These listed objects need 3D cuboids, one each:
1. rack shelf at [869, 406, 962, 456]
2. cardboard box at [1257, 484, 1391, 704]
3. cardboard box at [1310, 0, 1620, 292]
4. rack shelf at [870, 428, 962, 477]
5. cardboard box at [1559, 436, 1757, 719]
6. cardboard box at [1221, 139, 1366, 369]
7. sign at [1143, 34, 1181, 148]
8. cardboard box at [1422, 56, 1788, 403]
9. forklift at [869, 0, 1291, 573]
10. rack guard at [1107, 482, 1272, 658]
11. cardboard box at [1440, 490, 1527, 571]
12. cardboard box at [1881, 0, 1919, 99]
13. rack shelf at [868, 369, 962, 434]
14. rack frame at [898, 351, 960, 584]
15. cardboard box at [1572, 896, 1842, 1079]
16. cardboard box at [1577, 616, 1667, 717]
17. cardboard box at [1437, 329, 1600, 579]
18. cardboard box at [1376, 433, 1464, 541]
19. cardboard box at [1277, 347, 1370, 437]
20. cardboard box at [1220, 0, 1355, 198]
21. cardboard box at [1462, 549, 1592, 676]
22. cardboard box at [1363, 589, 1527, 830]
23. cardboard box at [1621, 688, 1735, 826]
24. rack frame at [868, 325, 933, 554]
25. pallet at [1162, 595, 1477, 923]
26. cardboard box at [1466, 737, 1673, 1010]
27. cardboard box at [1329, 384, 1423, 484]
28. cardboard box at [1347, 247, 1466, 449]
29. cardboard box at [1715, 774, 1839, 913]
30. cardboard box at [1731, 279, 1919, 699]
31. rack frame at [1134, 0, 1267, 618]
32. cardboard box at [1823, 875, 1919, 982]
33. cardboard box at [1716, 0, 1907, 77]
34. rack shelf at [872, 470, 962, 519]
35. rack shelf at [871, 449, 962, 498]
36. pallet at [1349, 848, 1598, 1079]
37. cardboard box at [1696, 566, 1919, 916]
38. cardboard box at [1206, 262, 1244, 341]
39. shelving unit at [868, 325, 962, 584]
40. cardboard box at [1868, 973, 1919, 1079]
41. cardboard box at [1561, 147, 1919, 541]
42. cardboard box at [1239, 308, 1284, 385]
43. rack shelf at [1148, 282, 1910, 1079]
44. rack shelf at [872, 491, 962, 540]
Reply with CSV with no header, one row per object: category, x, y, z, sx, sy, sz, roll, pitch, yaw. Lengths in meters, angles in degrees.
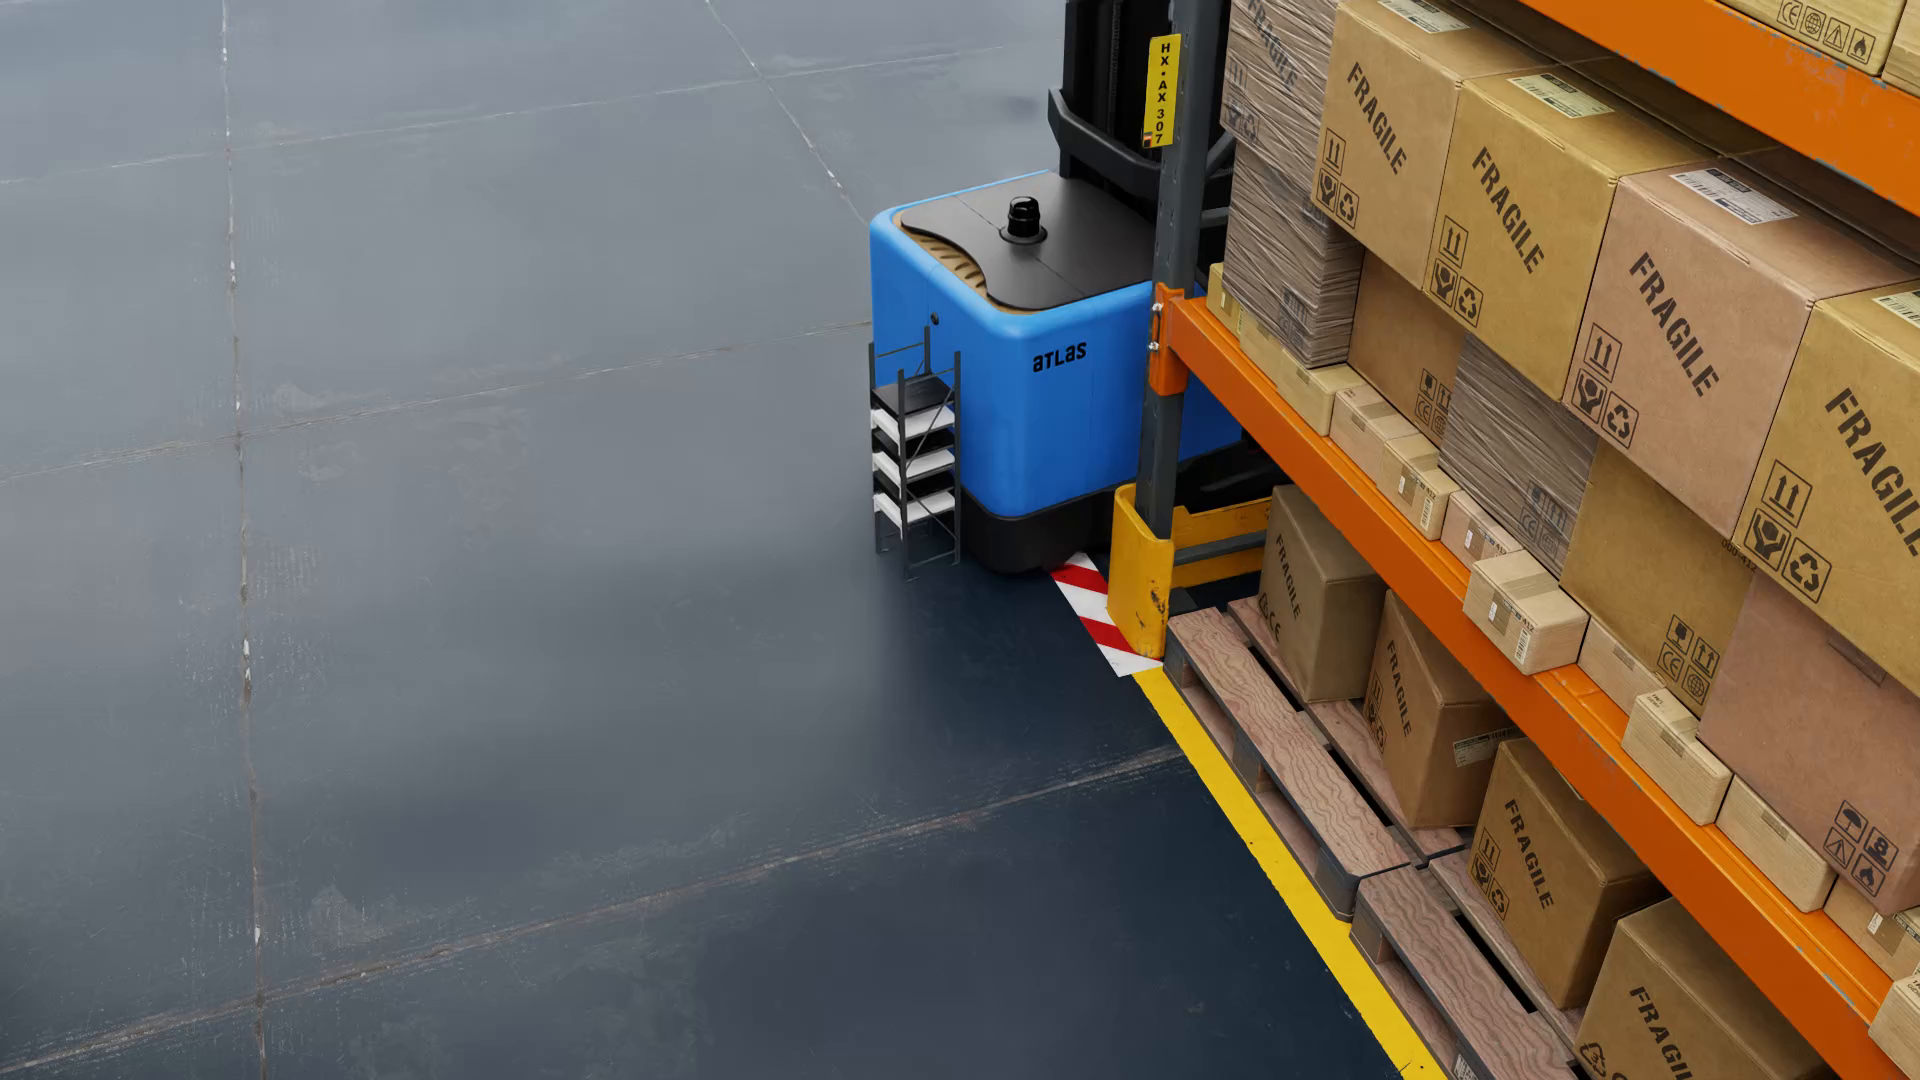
rack shelf,-0.155,-0.409,5.801,0.258,0.077,0.200,-20,41,-24
cardboard box,1.285,0.146,5.292,0.500,0.500,0.500,-6,37,-7
cardboard box,1.185,-0.948,3.854,0.500,0.500,0.500,-12,39,-16
rack shelf,-0.155,-0.337,5.856,0.258,0.077,0.200,-20,41,-24
cardboard box,1.827,-0.049,3.492,0.875,0.500,0.500,-12,39,-16
cardboard box,1.249,-0.883,4.599,0.875,0.500,0.500,-12,39,-16
sign,0.576,-1.274,4.729,0.100,0.325,0.005,-12,39,-16
cardboard box,1.358,-0.666,3.479,0.500,0.500,0.500,-12,39,-16
forklift,1.190,-1.698,6.068,3.031,2.935,1.130,-19,41,-24
rack guard,1.112,0.000,5.834,1.175,0.500,0.348,-12,39,-16
cardboard box,1.396,-0.025,3.999,0.380,0.149,0.250,-12,39,-16
cardboard box,1.710,-0.707,2.327,0.500,0.250,0.500,-13,39,-16
rack shelf,-0.155,-0.481,5.747,0.258,0.077,0.200,-20,41,-24
rack frame,-0.103,-0.240,5.820,0.240,0.900,0.006,-20,41,-24
cardboard box,1.871,1.159,3.947,0.500,0.500,0.500,-16,40,-20
cardboard box,1.596,0.251,3.632,0.380,0.149,0.250,-12,39,-16
cardboard box,1.665,-0.334,3.870,0.875,0.500,0.500,-12,39,-16
cardboard box,1.285,-0.161,4.179,0.380,0.149,0.250,-12,39,-16
cardboard box,1.100,-0.441,4.551,0.380,0.149,0.250,-12,39,-16
cardboard box,1.019,-1.232,4.231,0.500,0.500,0.500,-12,39,-16
cardboard box,1.385,0.137,3.783,0.380,0.149,0.250,-12,39,-16
cardboard box,1.523,0.477,4.853,0.500,0.500,0.500,-3,37,-4
cardboard box,1.610,0.408,3.424,0.380,0.149,0.250,-12,39,-16
rack frame,-0.208,-0.344,5.959,0.240,0.900,0.006,-20,41,-24
pallet,1.358,0.582,5.302,1.003,0.211,1.213,-12,39,-16
cardboard box,1.720,0.834,4.378,0.500,0.500,0.500,-9,38,-12
cardboard box,1.205,-0.304,4.369,0.380,0.149,0.250,-12,39,-16
cardboard box,1.534,-0.626,4.257,0.875,0.500,0.500,-12,39,-16
cardboard box,1.729,0.542,3.246,0.380,0.149,0.250,-12,39,-16
cardboard box,1.705,-0.101,2.730,0.500,0.500,0.500,-12,39,-16
rack frame,1.086,-1.041,5.139,1.000,3.000,0.127,-12,39,-16
cardboard box,1.853,0.675,3.070,0.380,0.149,0.250,-12,39,-16
cardboard box,1.543,-0.990,2.702,0.500,0.250,0.500,-11,38,-15
rack shelf,-0.155,-0.193,5.964,0.258,0.077,0.200,-20,41,-24
rack shelf,-0.155,-0.265,5.910,0.258,0.077,0.200,-20,41,-24
pallet,1.774,1.270,4.388,1.003,0.211,1.213,-12,39,-16
cardboard box,1.960,0.242,3.106,0.875,0.500,0.500,-12,39,-16
cardboard box,0.960,-0.730,4.935,0.380,0.149,0.250,-12,39,-16
shelving unit,-0.155,-0.292,5.890,0.258,0.900,0.210,-20,41,-24
cardboard box,1.815,0.843,2.846,0.380,0.149,0.250,-12,39,-16
cardboard box,1.536,-0.385,3.106,0.500,0.500,0.500,-12,39,-16
cardboard box,1.028,-0.585,4.742,0.380,0.149,0.250,-12,39,-16
rack shelf,1.774,0.376,3.855,1.077,0.370,4.000,-12,39,-16
rack shelf,-0.155,-0.122,6.018,0.258,0.077,0.200,-20,41,-24
